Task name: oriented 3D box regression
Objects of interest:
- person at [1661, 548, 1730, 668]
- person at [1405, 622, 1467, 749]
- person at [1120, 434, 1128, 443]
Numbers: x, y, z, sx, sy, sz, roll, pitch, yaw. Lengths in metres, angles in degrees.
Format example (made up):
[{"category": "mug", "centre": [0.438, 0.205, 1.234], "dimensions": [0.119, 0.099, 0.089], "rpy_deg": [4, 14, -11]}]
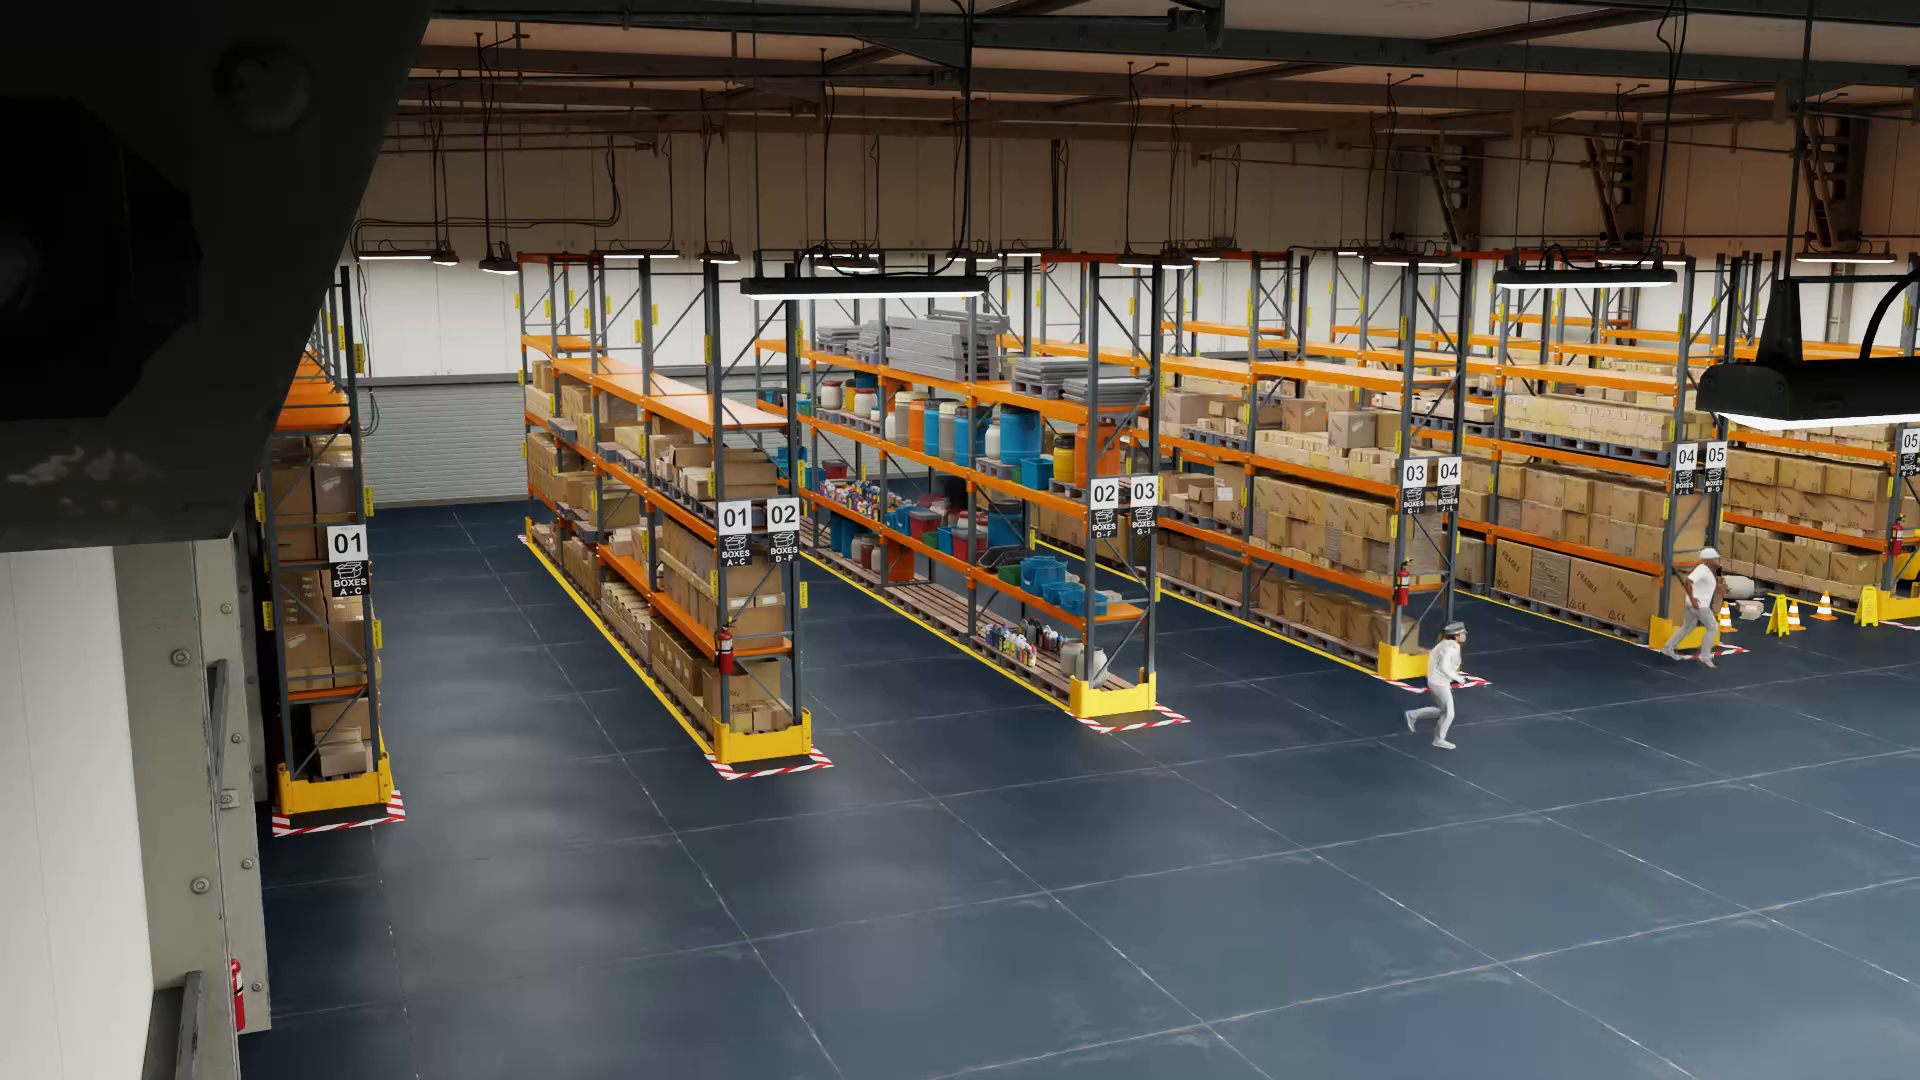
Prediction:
[{"category": "person", "centre": [10.977, 1.011, 24.740], "dimensions": [0.887, 1.818, 0.623], "rpy_deg": [2, 11, 13]}, {"category": "person", "centre": [5.928, 1.807, 20.711], "dimensions": [0.710, 1.637, 0.587], "rpy_deg": [3, 11, 14]}, {"category": "person", "centre": [3.789, -1.870, 40.458], "dimensions": [0.748, 1.753, 0.962], "rpy_deg": [7, 12, 33]}]
